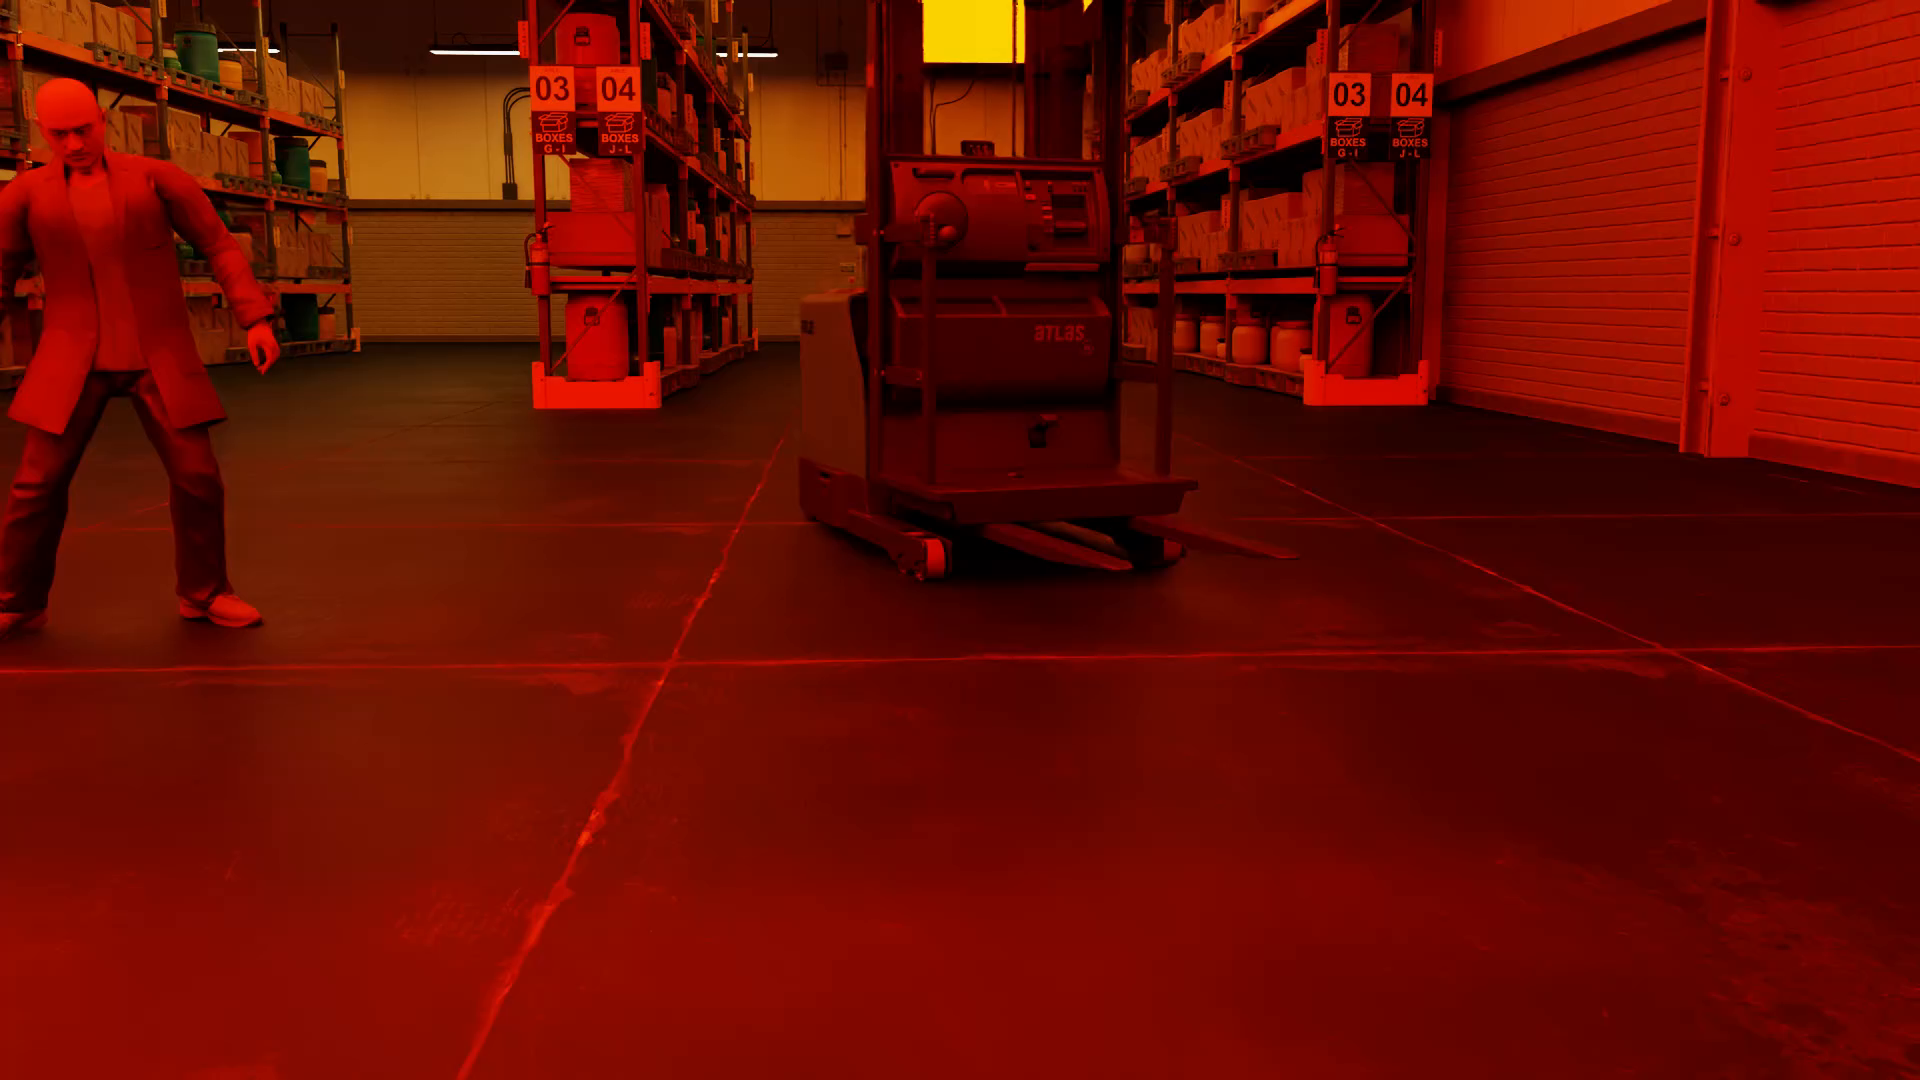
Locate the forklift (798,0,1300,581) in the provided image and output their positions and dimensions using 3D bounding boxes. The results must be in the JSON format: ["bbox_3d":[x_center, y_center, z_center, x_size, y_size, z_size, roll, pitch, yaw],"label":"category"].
[{"bbox_3d":[0.248,-1.363,6.507,1.130,2.935,3.031,-3,9,-21],"label":"forklift"}]

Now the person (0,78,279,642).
[{"bbox_3d":[-2.672,-0.541,5.223,0.992,1.739,0.412,-4,9,-25],"label":"person"}]
